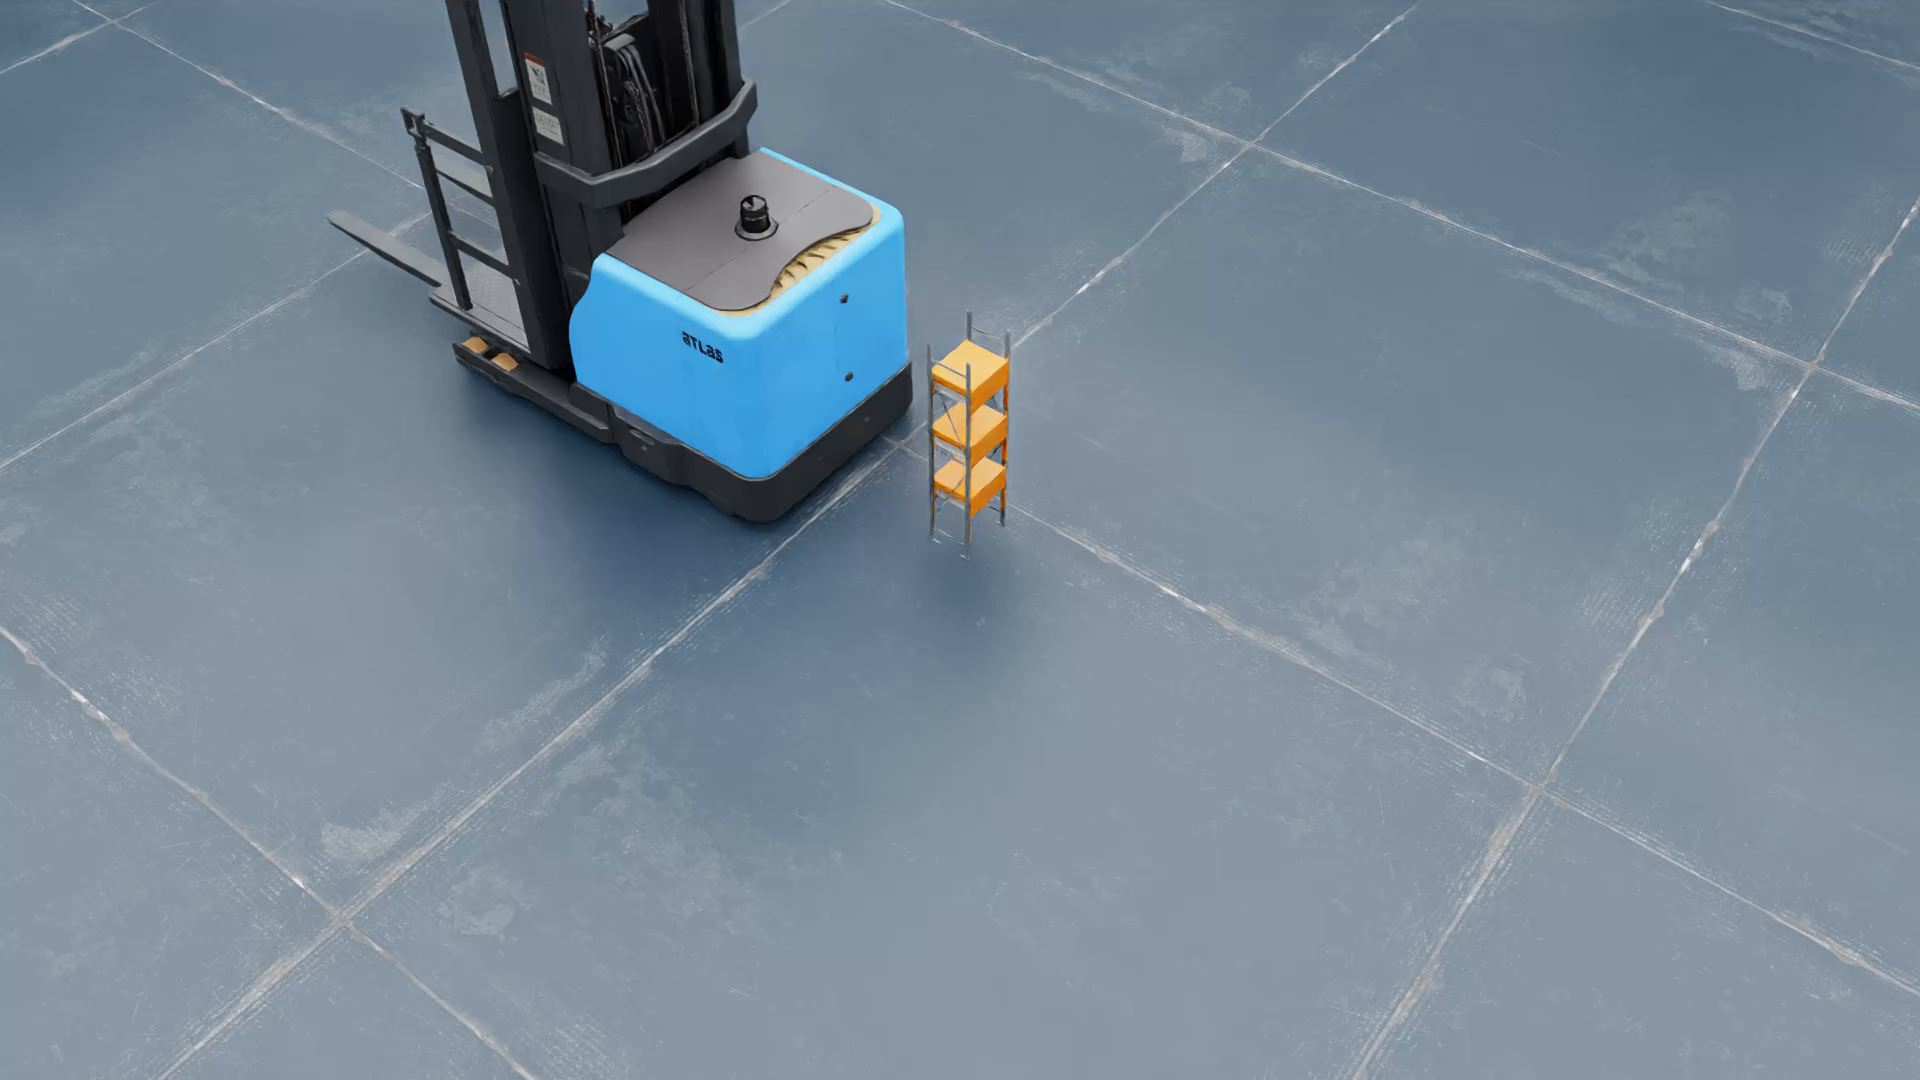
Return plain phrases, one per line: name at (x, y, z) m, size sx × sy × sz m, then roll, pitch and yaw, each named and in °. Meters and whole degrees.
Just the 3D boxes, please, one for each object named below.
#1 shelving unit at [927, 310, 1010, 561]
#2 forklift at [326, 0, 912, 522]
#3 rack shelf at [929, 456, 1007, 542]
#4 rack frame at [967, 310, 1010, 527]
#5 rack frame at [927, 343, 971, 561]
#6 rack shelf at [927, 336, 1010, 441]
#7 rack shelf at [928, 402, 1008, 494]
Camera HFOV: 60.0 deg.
shelving unit at (0.033, -0.393, 6.564) m, size 0.215 × 1.050 × 0.252 m, roll 29°, pitch 53°, yaw 25°
forklift at (-1.691, -1.969, 6.769) m, size 3.031 × 2.935 × 1.130 m, roll 29°, pitch 53°, yaw 25°
rack shelf at (0.033, -0.194, 6.773) m, size 0.215 × 0.259 × 0.240 m, roll 29°, pitch 53°, yaw 25°
rack frame at (0.107, -0.463, 6.631) m, size 0.200 × 1.050 × 0.008 m, roll 29°, pitch 53°, yaw 25°
rack frame at (-0.042, -0.323, 6.498) m, size 0.200 × 1.050 × 0.008 m, roll 29°, pitch 53°, yaw 25°
rack shelf at (0.033, -0.582, 6.367) m, size 0.215 × 0.259 × 0.240 m, roll 29°, pitch 53°, yaw 25°
rack shelf at (0.033, -0.386, 6.572) m, size 0.215 × 0.259 × 0.240 m, roll 29°, pitch 53°, yaw 25°
